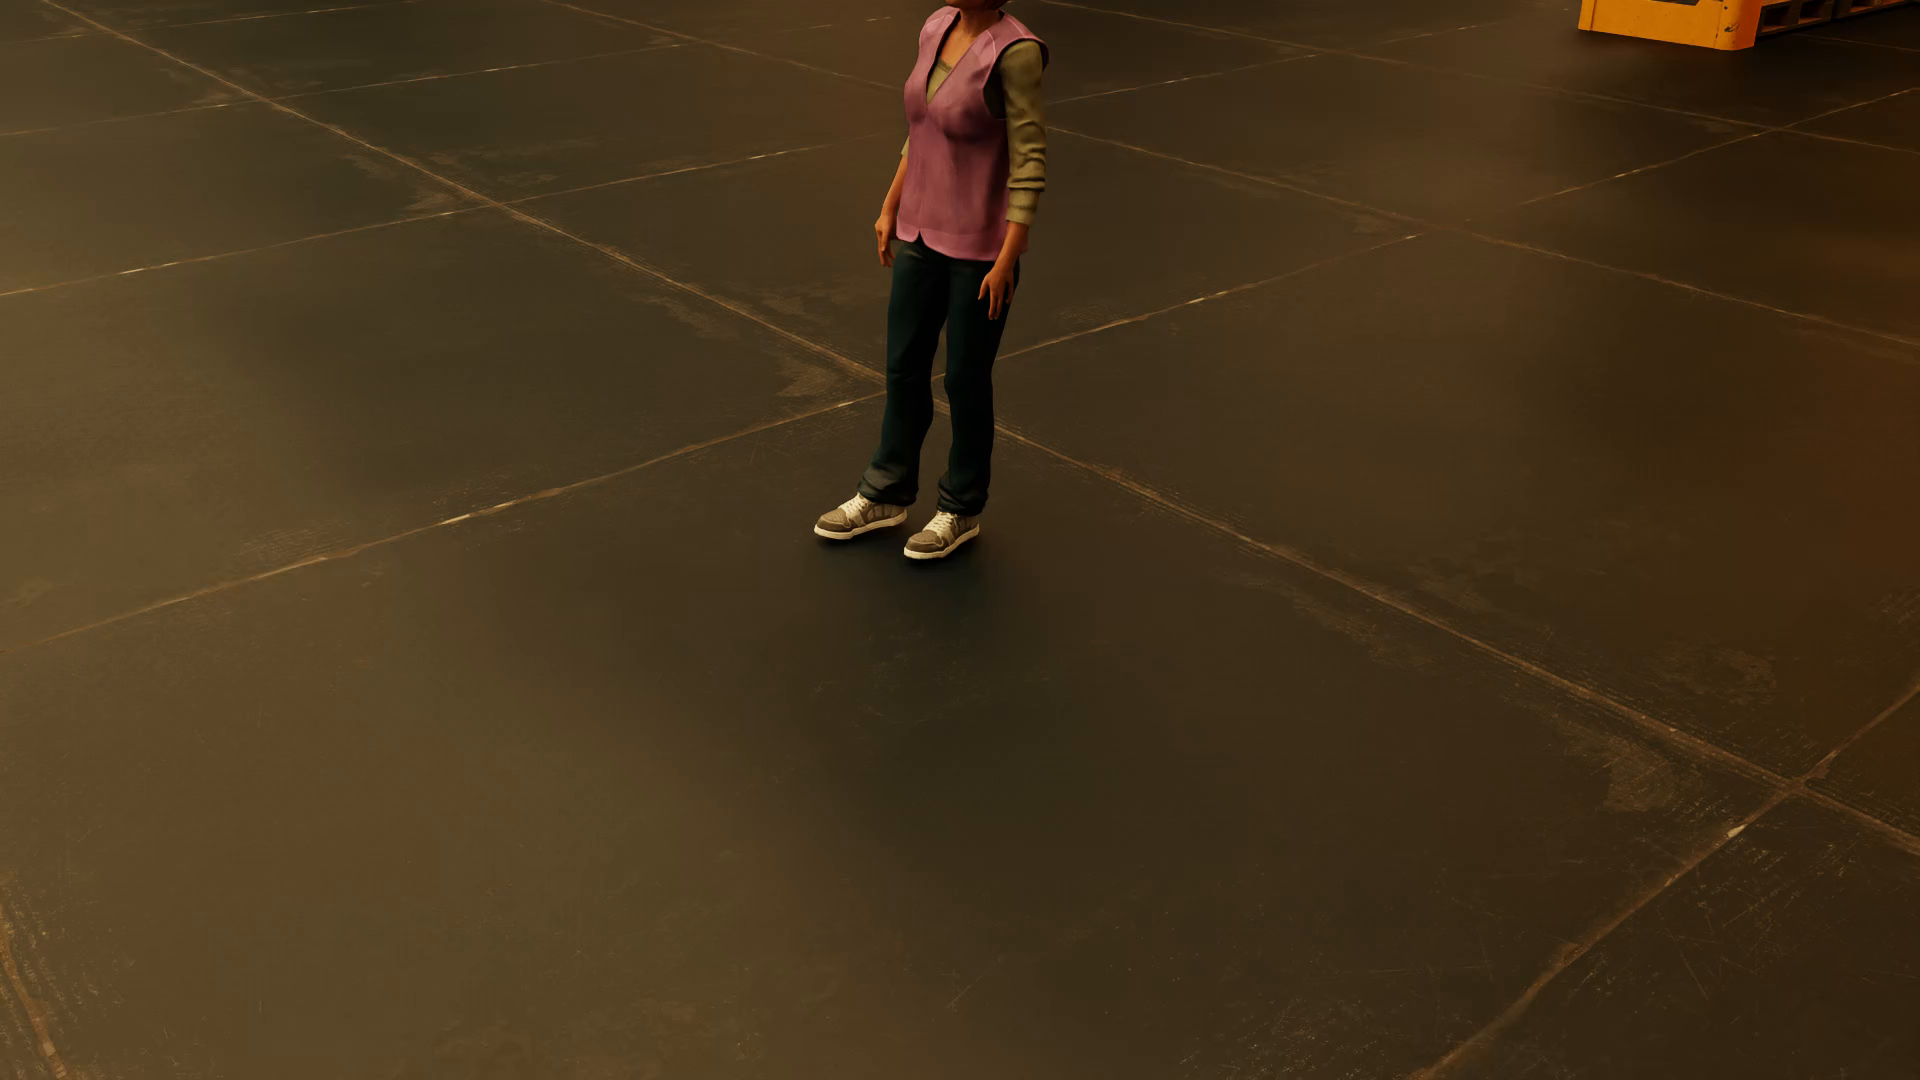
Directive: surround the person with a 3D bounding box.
[{"bbox_3d":[-0.065,-0.703,4.112,0.475,1.590,0.520,-20,33,-35],"label":"person"}]
